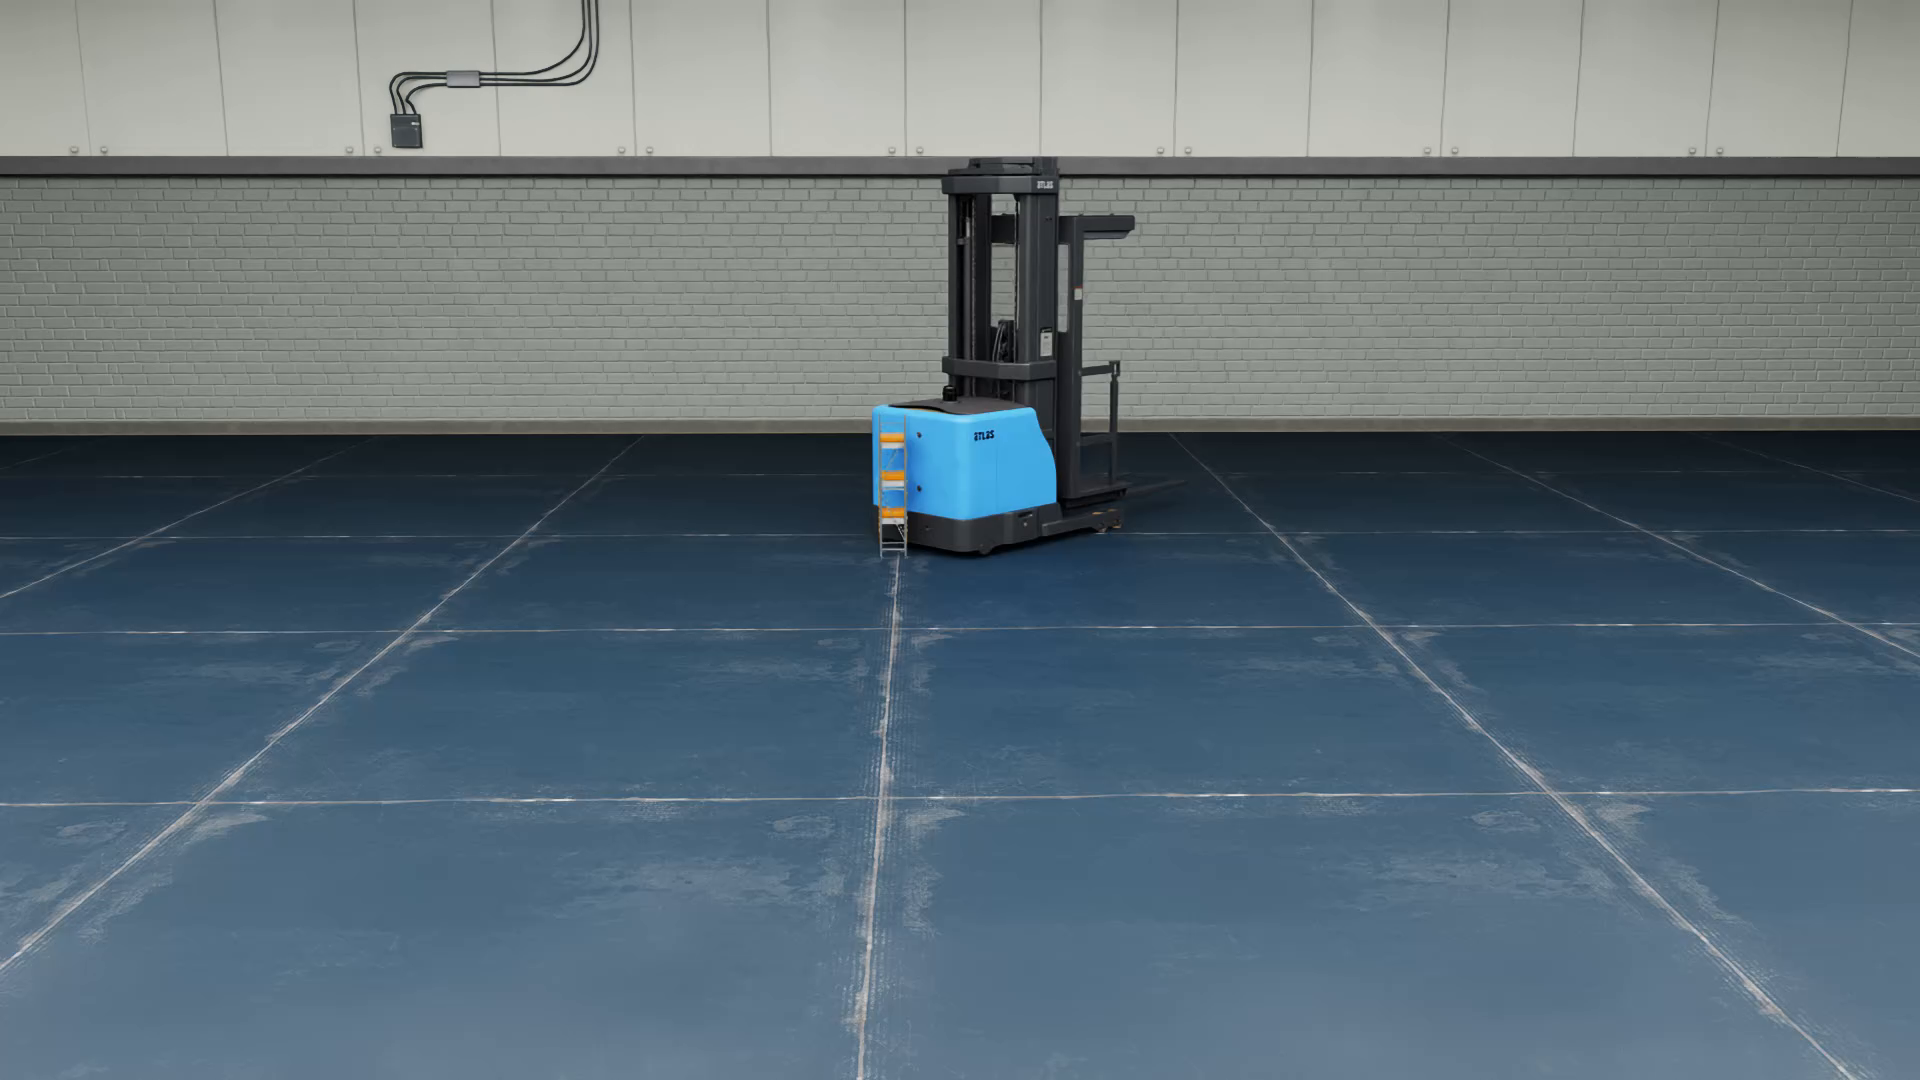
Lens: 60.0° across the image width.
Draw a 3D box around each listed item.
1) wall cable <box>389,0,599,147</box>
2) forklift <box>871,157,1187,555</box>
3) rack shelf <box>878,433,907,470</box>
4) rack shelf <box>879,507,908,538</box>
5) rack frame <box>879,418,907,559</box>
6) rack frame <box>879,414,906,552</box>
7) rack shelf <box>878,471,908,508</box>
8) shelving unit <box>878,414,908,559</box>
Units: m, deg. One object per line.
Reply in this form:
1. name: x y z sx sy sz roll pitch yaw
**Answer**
1. wall cable: -5.099 -7.282 17.765 2.305 6.003 0.169 0 11 -1
2. forklift: 0.692 -1.558 13.368 1.130 2.935 3.031 11 16 42
3. rack shelf: -0.499 -0.666 12.326 0.215 0.259 0.240 0 11 -2
4. rack shelf: -0.499 -0.115 12.438 0.215 0.259 0.240 0 11 -2
5. rack frame: -0.494 -0.374 12.261 0.200 1.050 0.008 0 11 -2
6. rack frame: -0.505 -0.422 12.500 0.200 1.050 0.008 0 11 -2
7. rack shelf: -0.499 -0.388 12.382 0.215 0.259 0.240 0 11 -2
8. shelving unit: -0.499 -0.398 12.380 0.215 1.050 0.252 0 11 -2
